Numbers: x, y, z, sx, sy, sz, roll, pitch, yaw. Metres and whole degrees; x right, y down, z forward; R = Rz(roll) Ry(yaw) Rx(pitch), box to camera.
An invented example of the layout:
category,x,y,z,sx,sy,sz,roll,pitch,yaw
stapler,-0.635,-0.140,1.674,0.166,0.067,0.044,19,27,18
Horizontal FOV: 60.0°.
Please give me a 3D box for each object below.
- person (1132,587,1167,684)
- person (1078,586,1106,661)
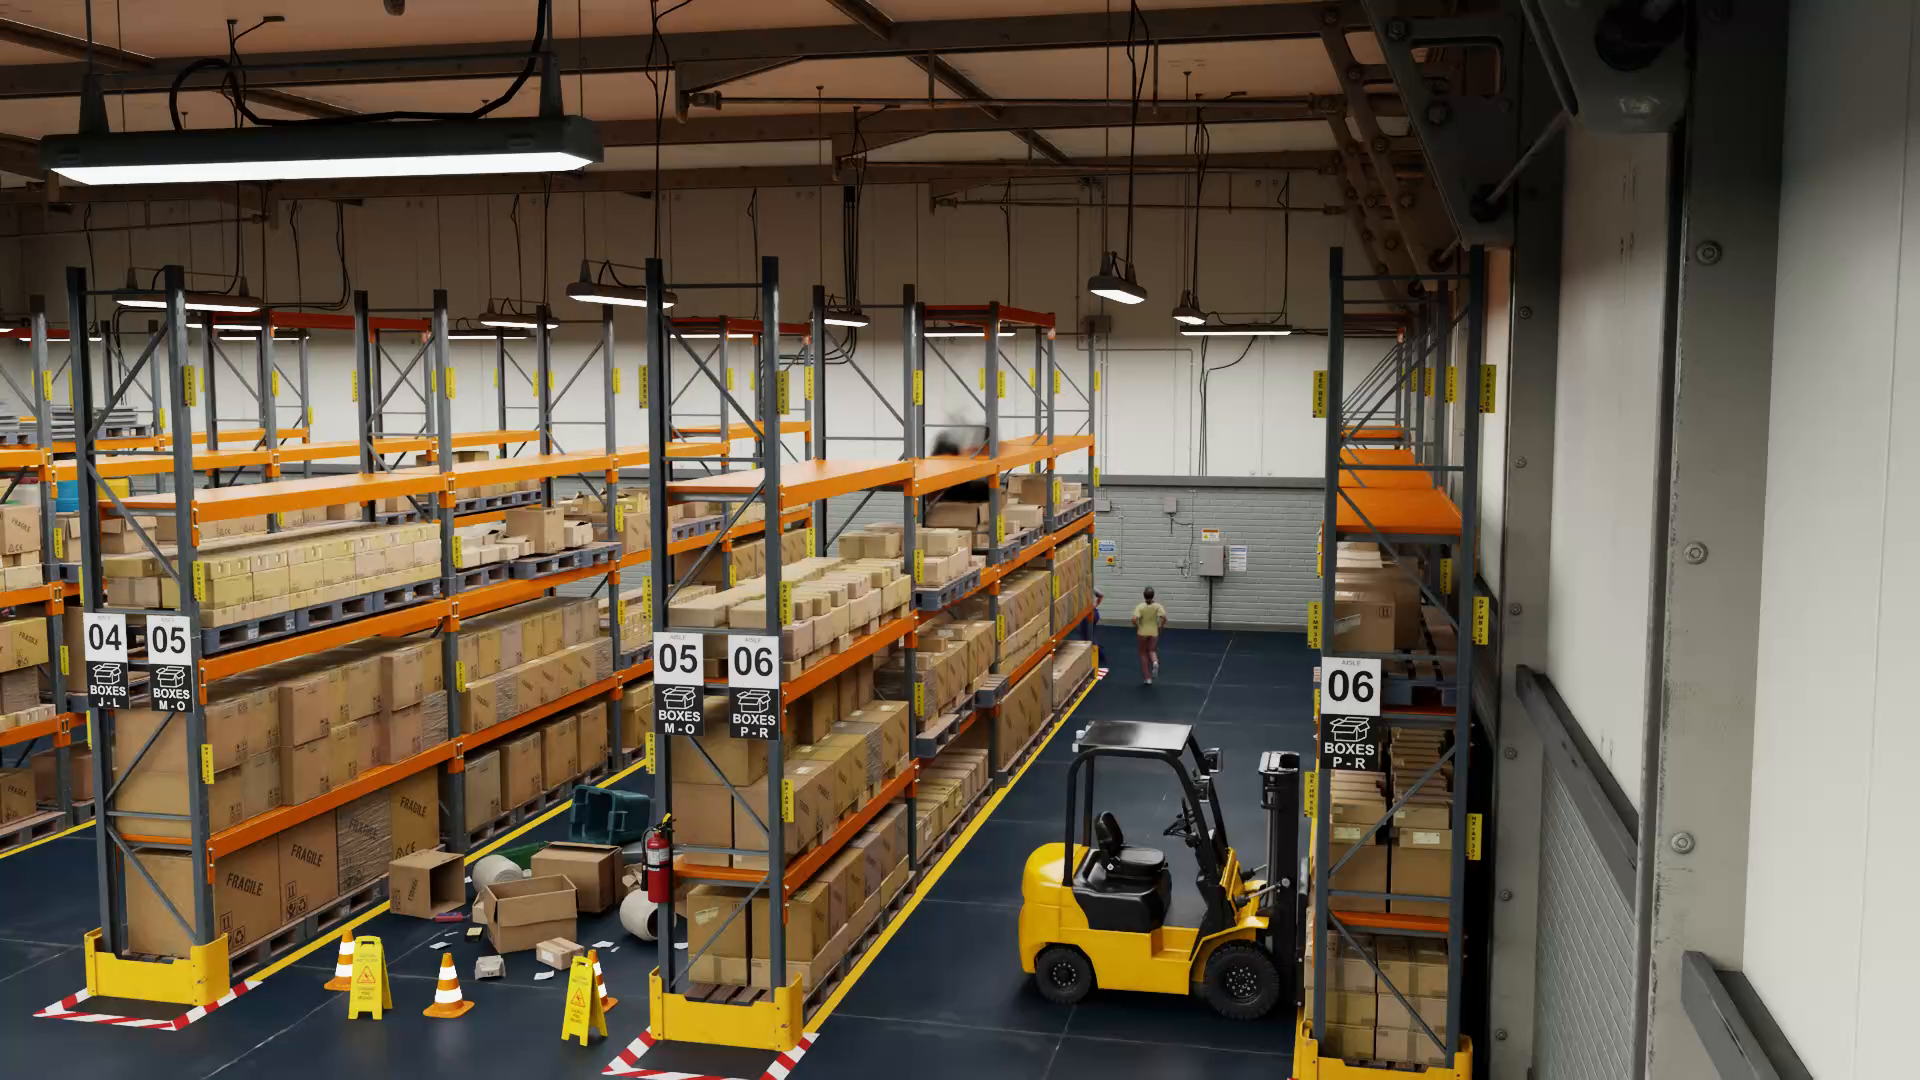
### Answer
category,x,y,z,sx,sy,sz,roll,pitch,yaw
person,3.115,1.590,27.481,0.581,1.618,0.565,0,6,-5
person,2.267,1.389,29.549,0.576,1.577,0.693,3,7,27
